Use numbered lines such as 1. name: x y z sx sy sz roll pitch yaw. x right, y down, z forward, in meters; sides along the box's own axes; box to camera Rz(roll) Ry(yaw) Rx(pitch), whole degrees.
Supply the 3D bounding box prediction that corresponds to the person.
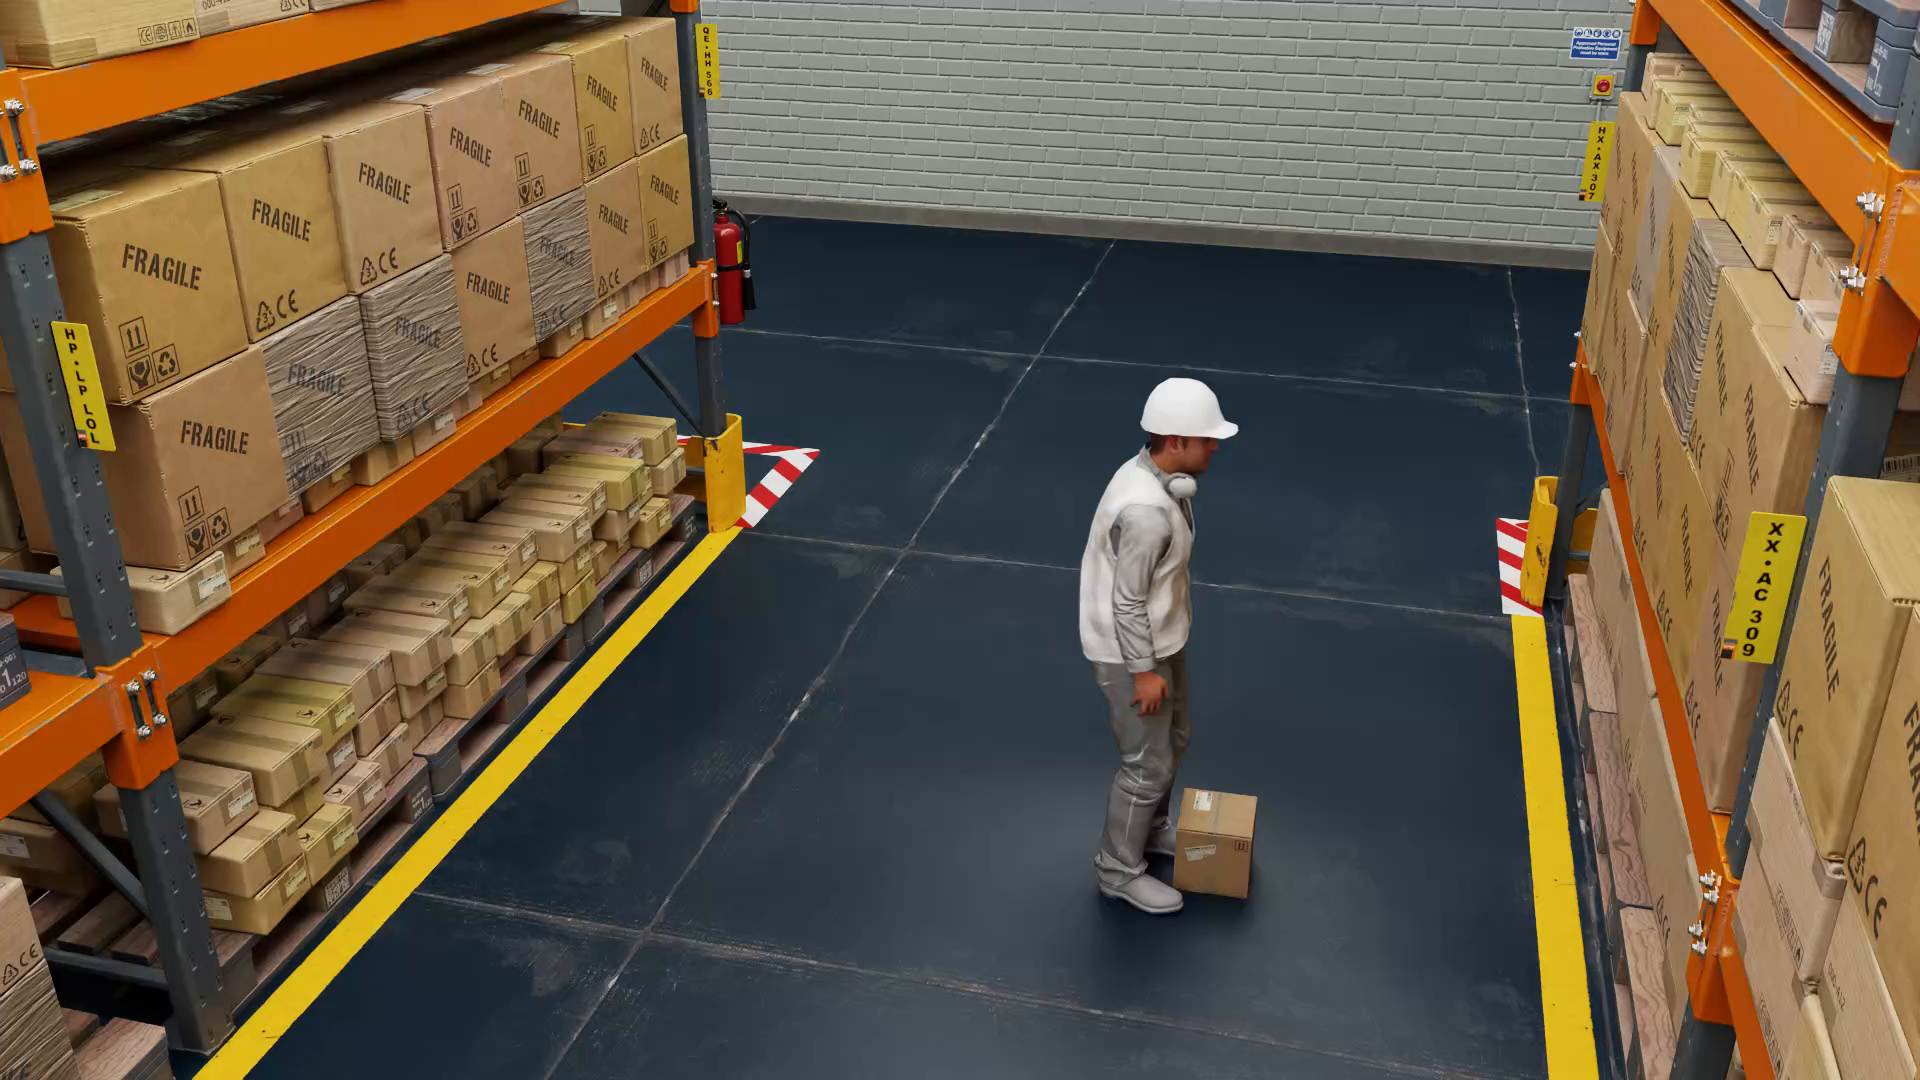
1. person: 0.616 0.321 5.392 0.463 1.771 0.581 6 26 13
